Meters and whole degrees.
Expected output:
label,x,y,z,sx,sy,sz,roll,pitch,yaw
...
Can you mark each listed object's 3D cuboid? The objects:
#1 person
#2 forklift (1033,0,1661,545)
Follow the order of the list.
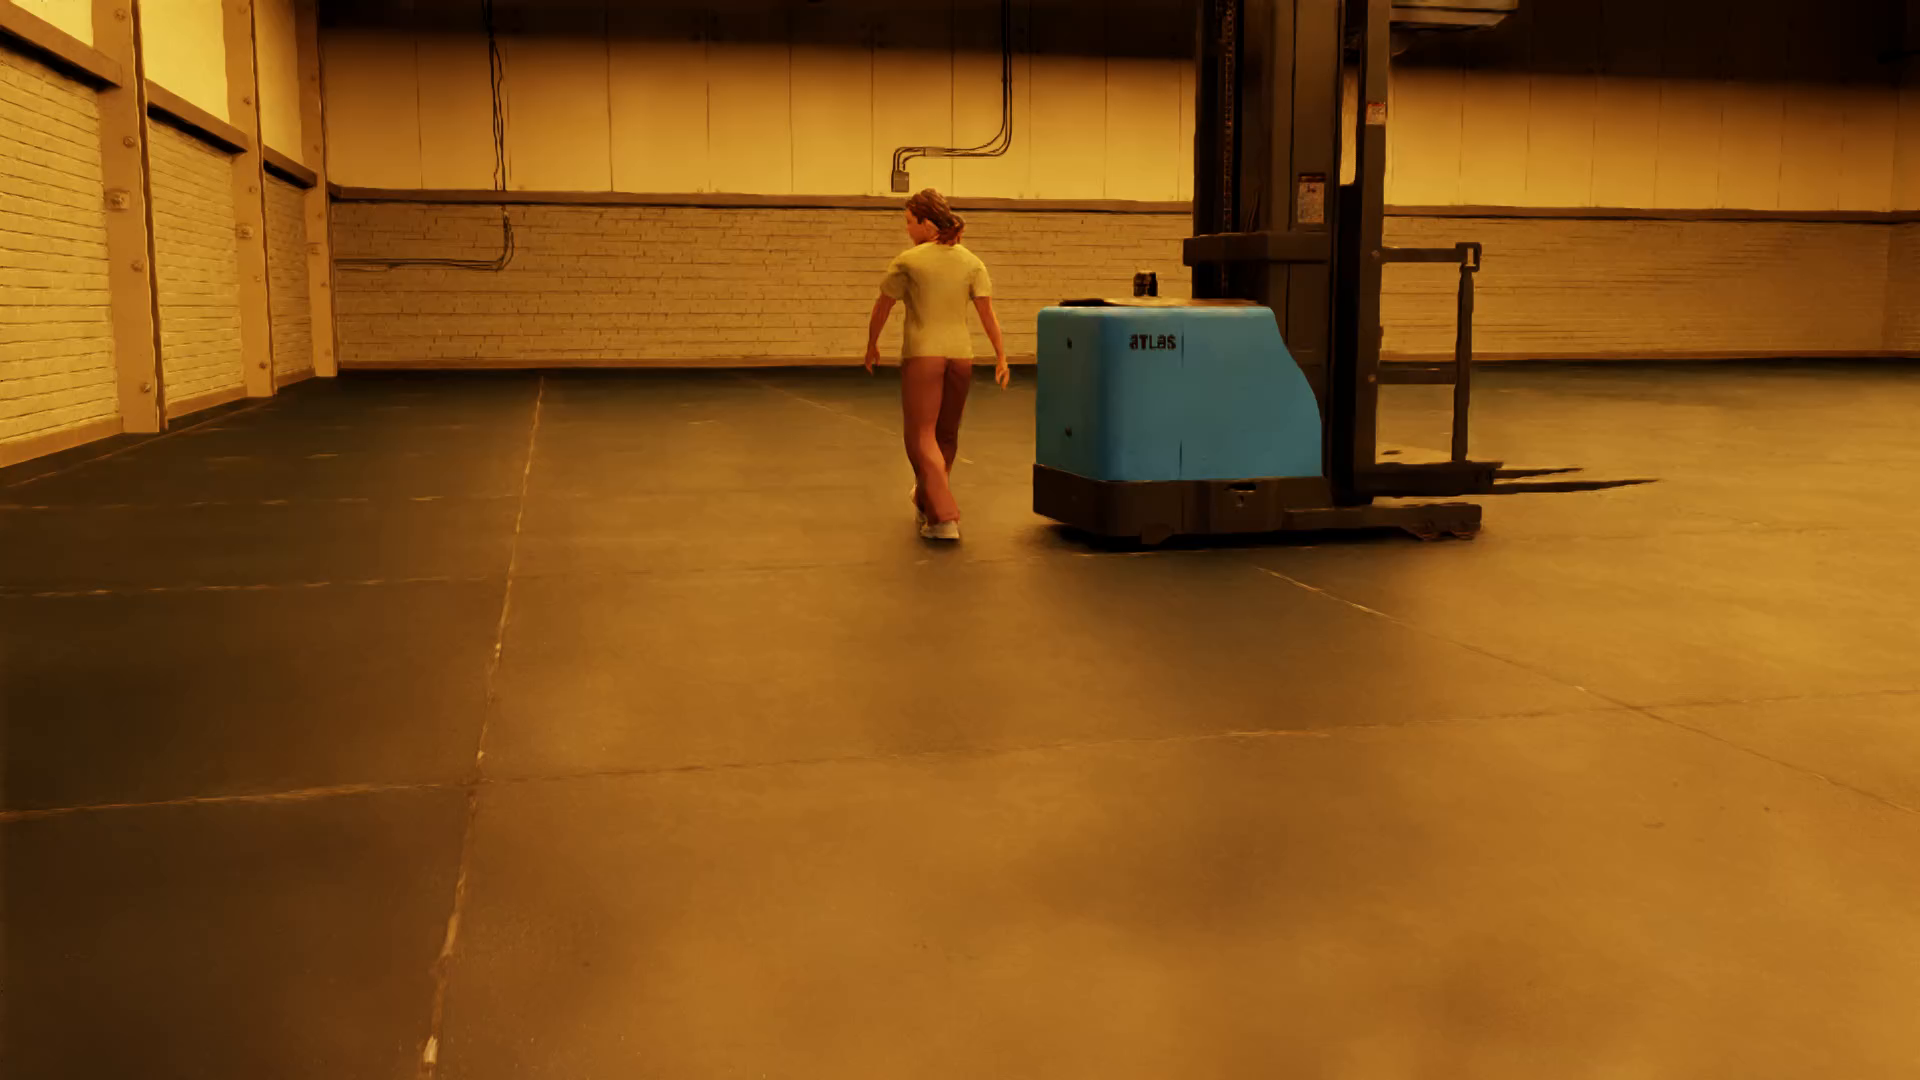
label,x,y,z,sx,sy,sz,roll,pitch,yaw
person,-0.123,-0.853,7.984,0.603,1.622,0.890,-4,9,-28
forklift,1.935,-1.520,7.993,3.031,2.935,1.130,-2,8,-16
